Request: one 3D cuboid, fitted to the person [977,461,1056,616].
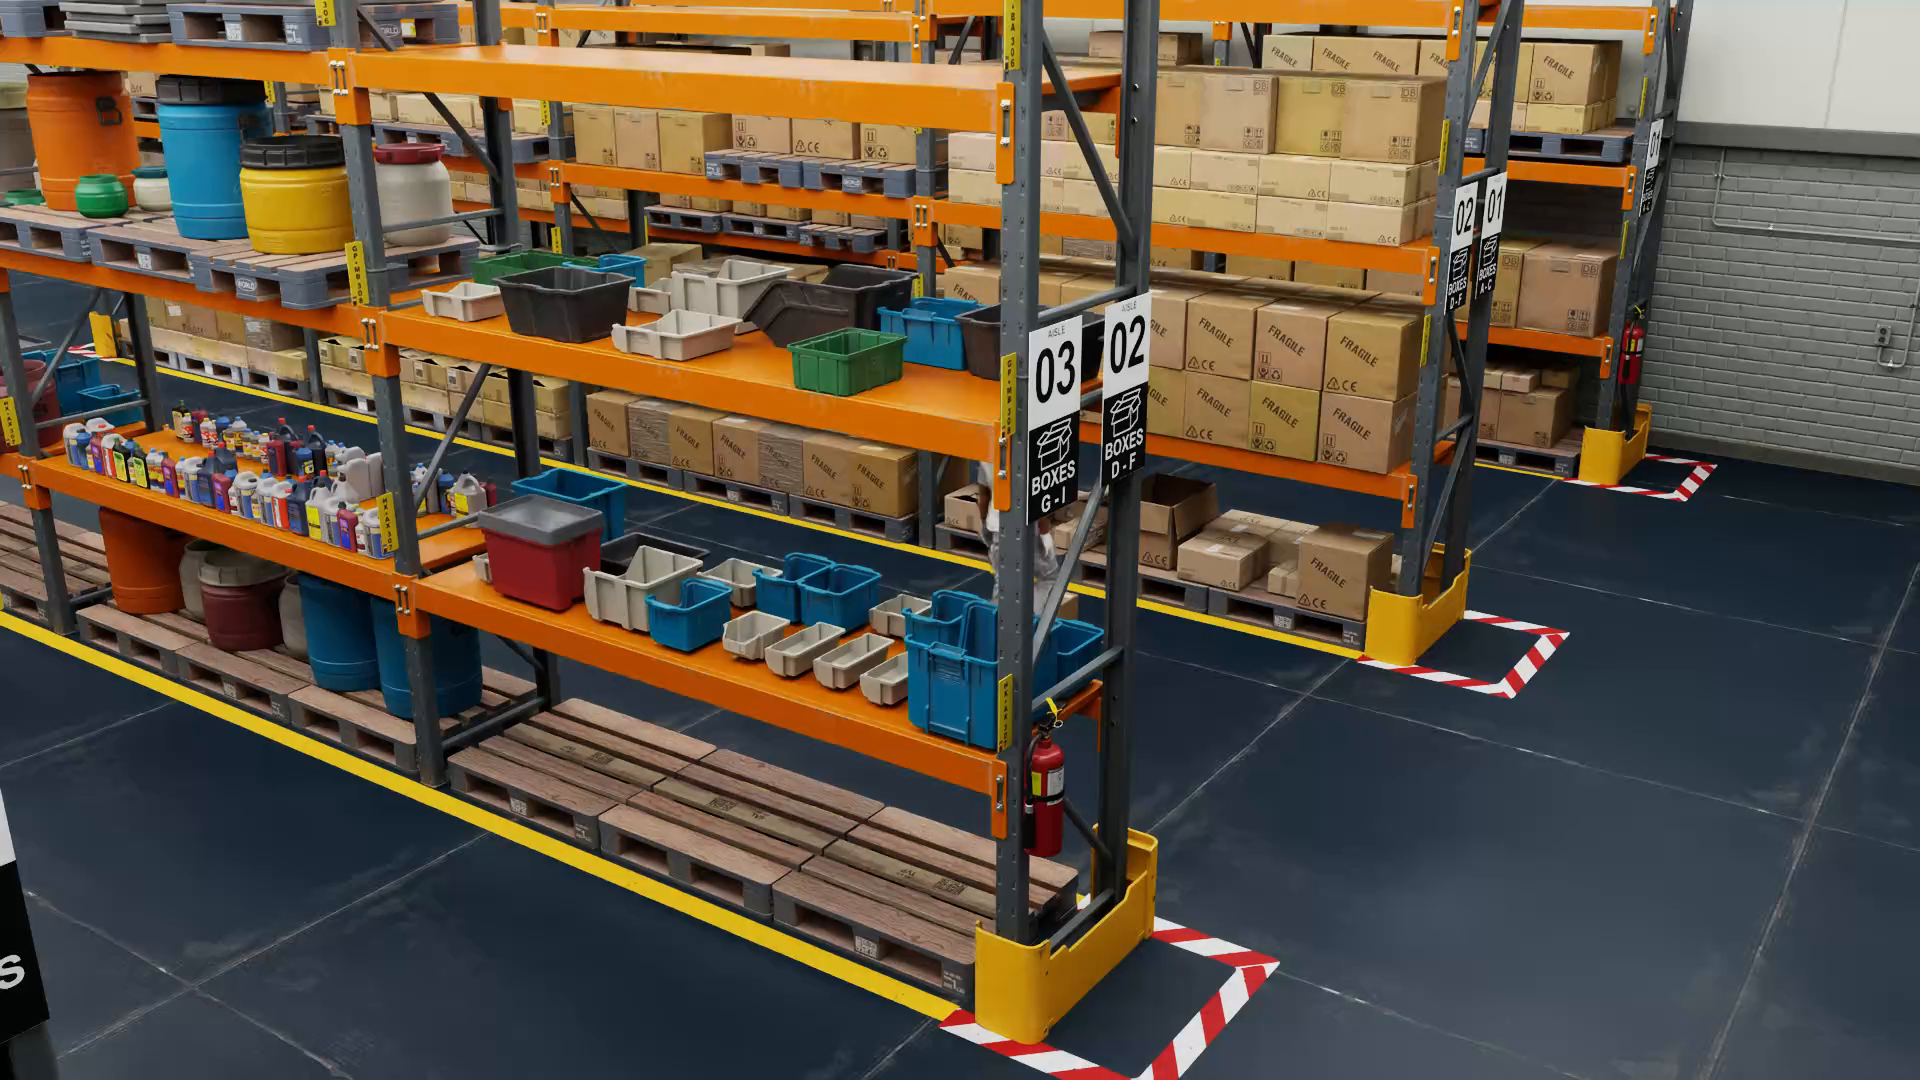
[{"bbox_3d":[0.387,-0.068,11.221,0.575,1.794,0.359,13,23,32],"label":"person"}]
